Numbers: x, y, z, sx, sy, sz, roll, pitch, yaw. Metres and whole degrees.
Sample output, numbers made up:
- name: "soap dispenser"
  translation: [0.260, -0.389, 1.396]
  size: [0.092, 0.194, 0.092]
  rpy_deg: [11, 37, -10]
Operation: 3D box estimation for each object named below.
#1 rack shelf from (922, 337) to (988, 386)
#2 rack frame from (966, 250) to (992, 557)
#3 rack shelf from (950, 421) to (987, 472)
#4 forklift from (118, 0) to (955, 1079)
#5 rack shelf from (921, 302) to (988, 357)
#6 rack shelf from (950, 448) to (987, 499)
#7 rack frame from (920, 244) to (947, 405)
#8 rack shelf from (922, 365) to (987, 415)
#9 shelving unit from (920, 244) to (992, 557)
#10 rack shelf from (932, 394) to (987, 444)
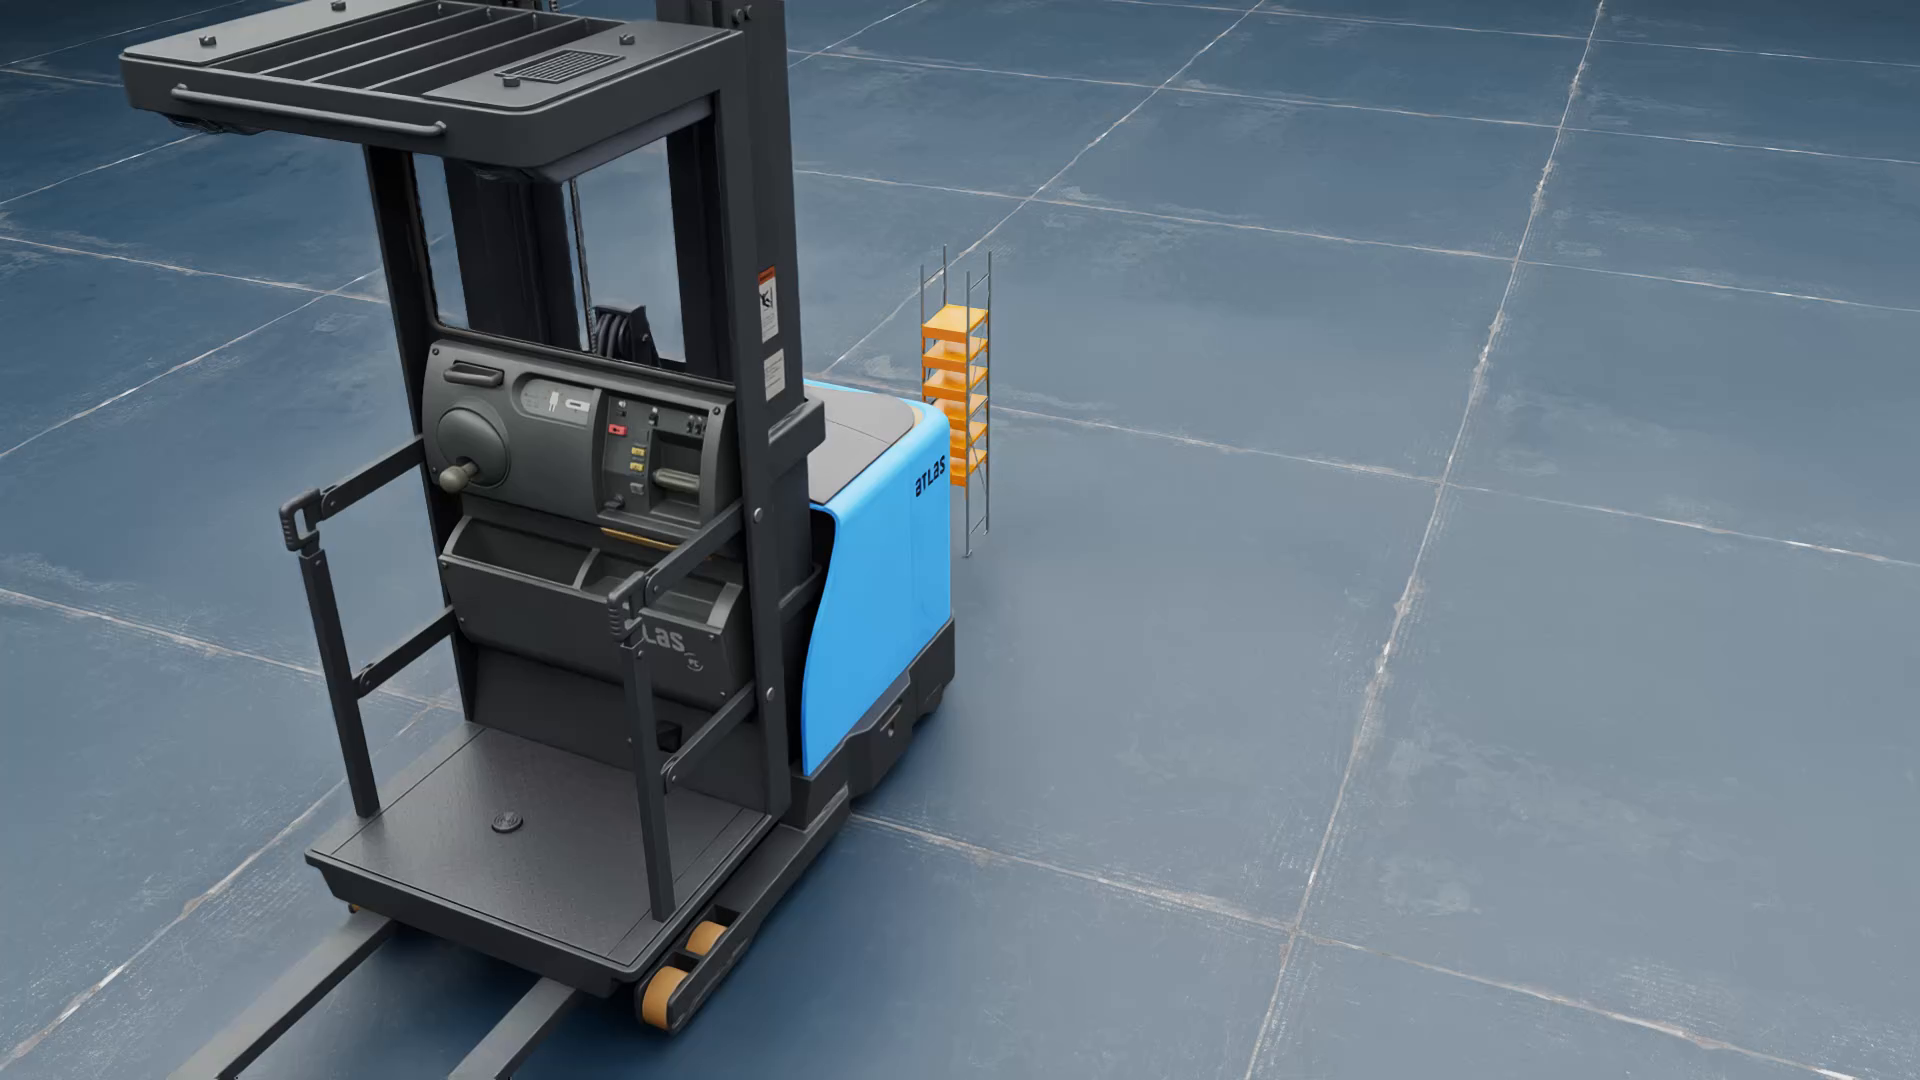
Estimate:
- name: "rack shelf"
  translation: [-0.013, -0.695, 6.363]
  size: [0.180, 0.103, 0.258]
  rpy_deg: [11, 31, 19]
- name: "rack frame"
  translation: [0.071, -0.508, 6.430]
  size: [0.006, 1.200, 0.240]
  rpy_deg: [11, 31, 19]
- name: "rack shelf"
  translation: [-0.013, -0.382, 6.540]
  size: [0.180, 0.103, 0.258]
  rpy_deg: [11, 31, 19]
- name: "forklift"
  translation: [-1.101, -0.214, 4.150]
  size: [1.130, 2.935, 3.031]
  rpy_deg: [13, 32, 22]
- name: "rack shelf"
  translation: [-0.013, -0.800, 6.304]
  size: [0.180, 0.103, 0.258]
  rpy_deg: [11, 31, 19]
- name: "rack shelf"
  translation: [-0.013, -0.277, 6.599]
  size: [0.180, 0.103, 0.258]
  rpy_deg: [11, 31, 19]
- name: "rack frame"
  translation: [-0.098, -0.542, 6.489]
  size: [0.006, 1.200, 0.240]
  rpy_deg: [11, 31, 19]
- name: "rack shelf"
  translation: [-0.013, -0.591, 6.422]
  size: [0.180, 0.103, 0.258]
  rpy_deg: [11, 31, 19]
- name: "shelving unit"
  translation: [-0.013, -0.525, 6.459]
  size: [0.189, 1.200, 0.258]
  rpy_deg: [11, 31, 19]
- name: "rack shelf"
  translation: [-0.013, -0.486, 6.481]
  size: [0.180, 0.103, 0.258]
  rpy_deg: [11, 31, 19]
